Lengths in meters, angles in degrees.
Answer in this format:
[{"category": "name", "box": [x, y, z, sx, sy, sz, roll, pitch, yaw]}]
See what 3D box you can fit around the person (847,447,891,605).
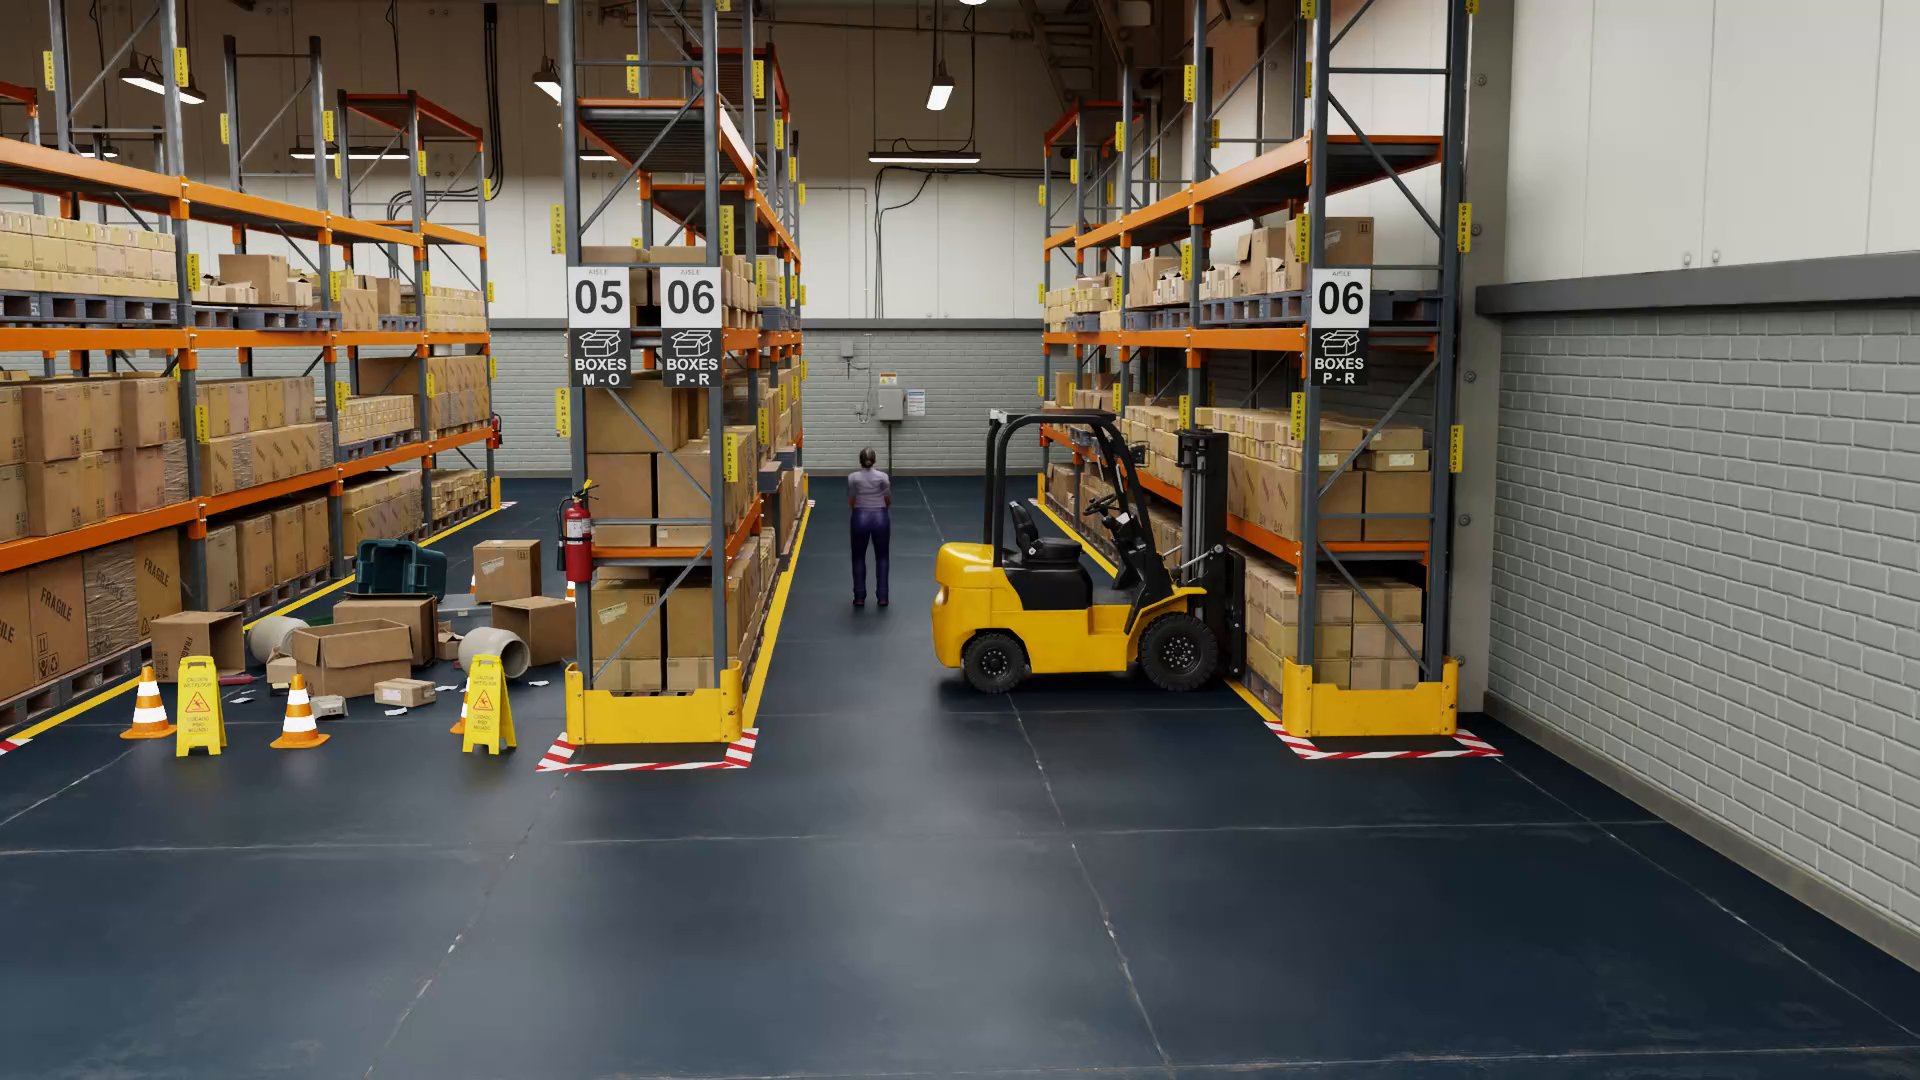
[{"category": "person", "box": [-0.929, -0.147, 17.067, 0.452, 1.635, 0.525, 0, 7, -3]}]
